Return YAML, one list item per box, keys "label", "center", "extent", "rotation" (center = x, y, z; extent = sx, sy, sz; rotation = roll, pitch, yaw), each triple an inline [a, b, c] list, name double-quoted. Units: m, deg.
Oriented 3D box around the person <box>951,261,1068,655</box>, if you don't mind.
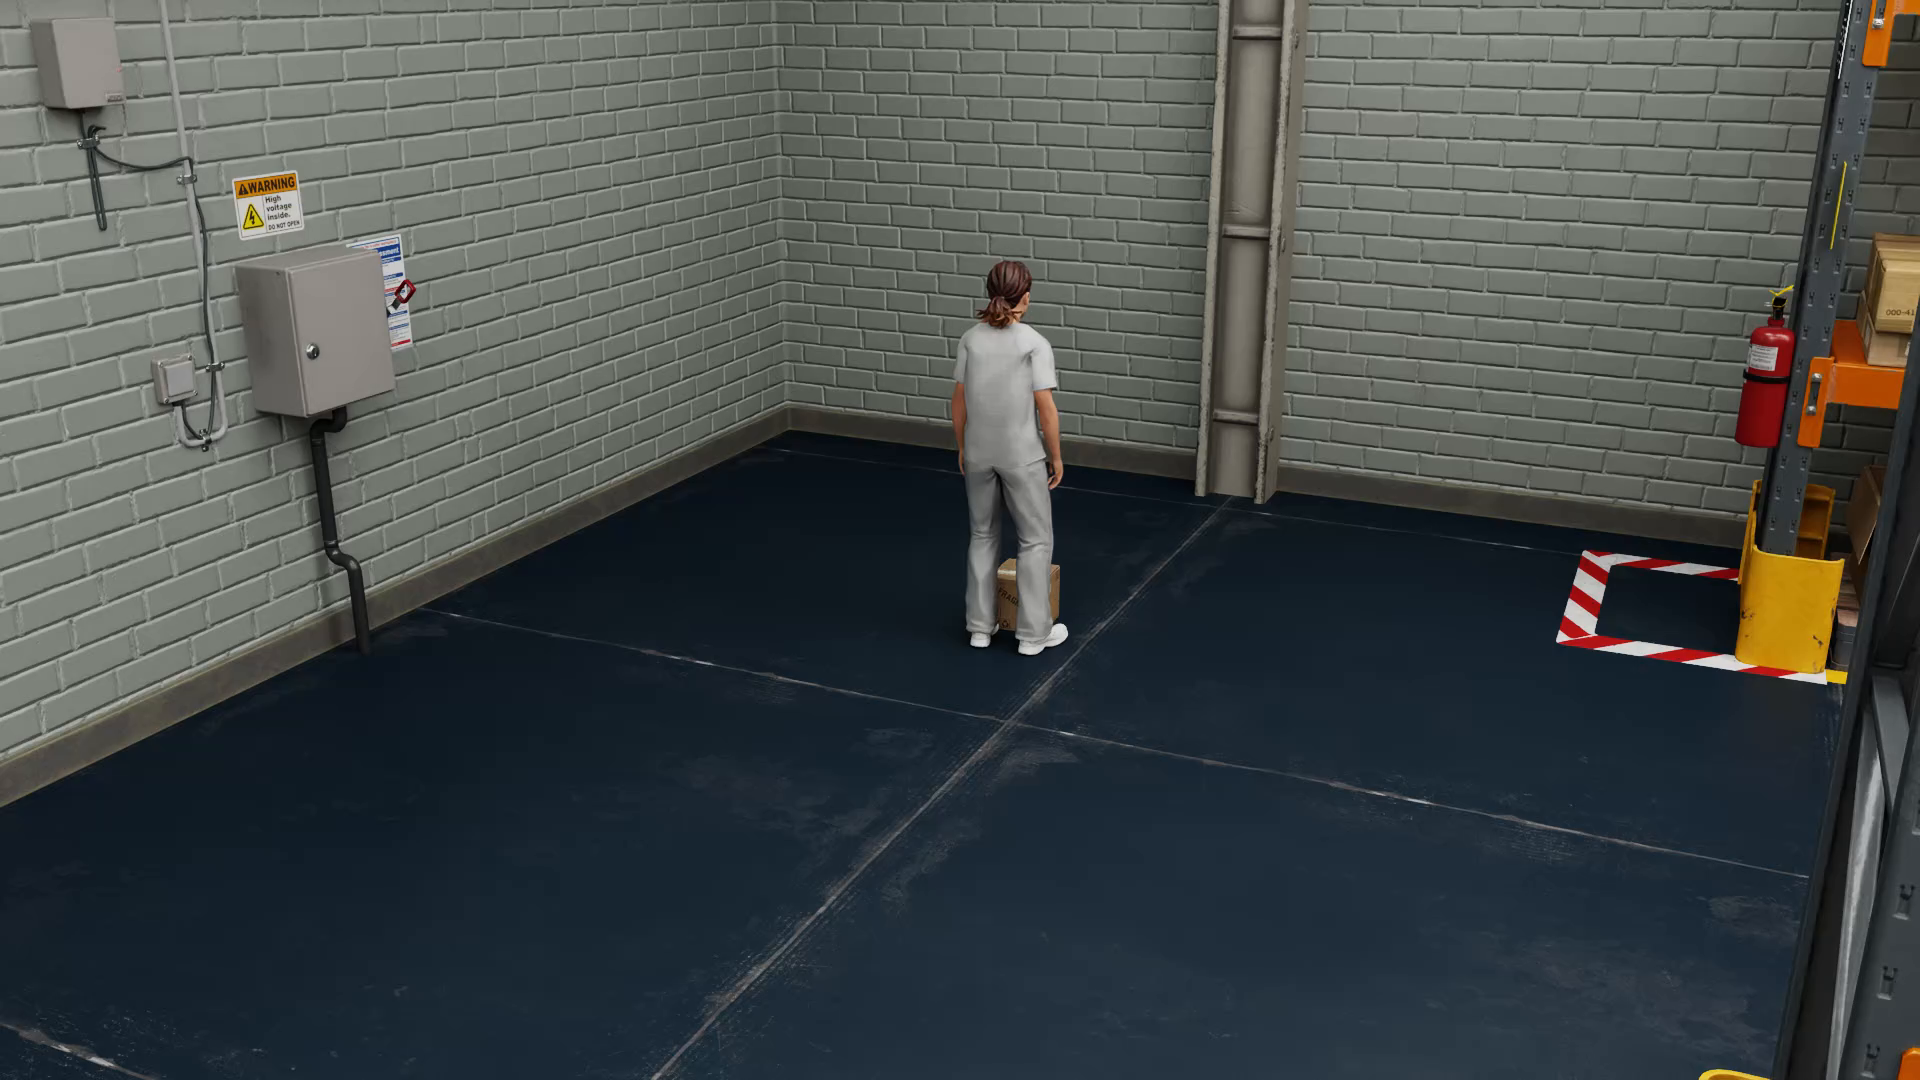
- label: "person"
  center: [0.199, -0.343, 7.056]
  extent: [0.486, 1.673, 0.357]
  rotation: [9, 21, 23]
